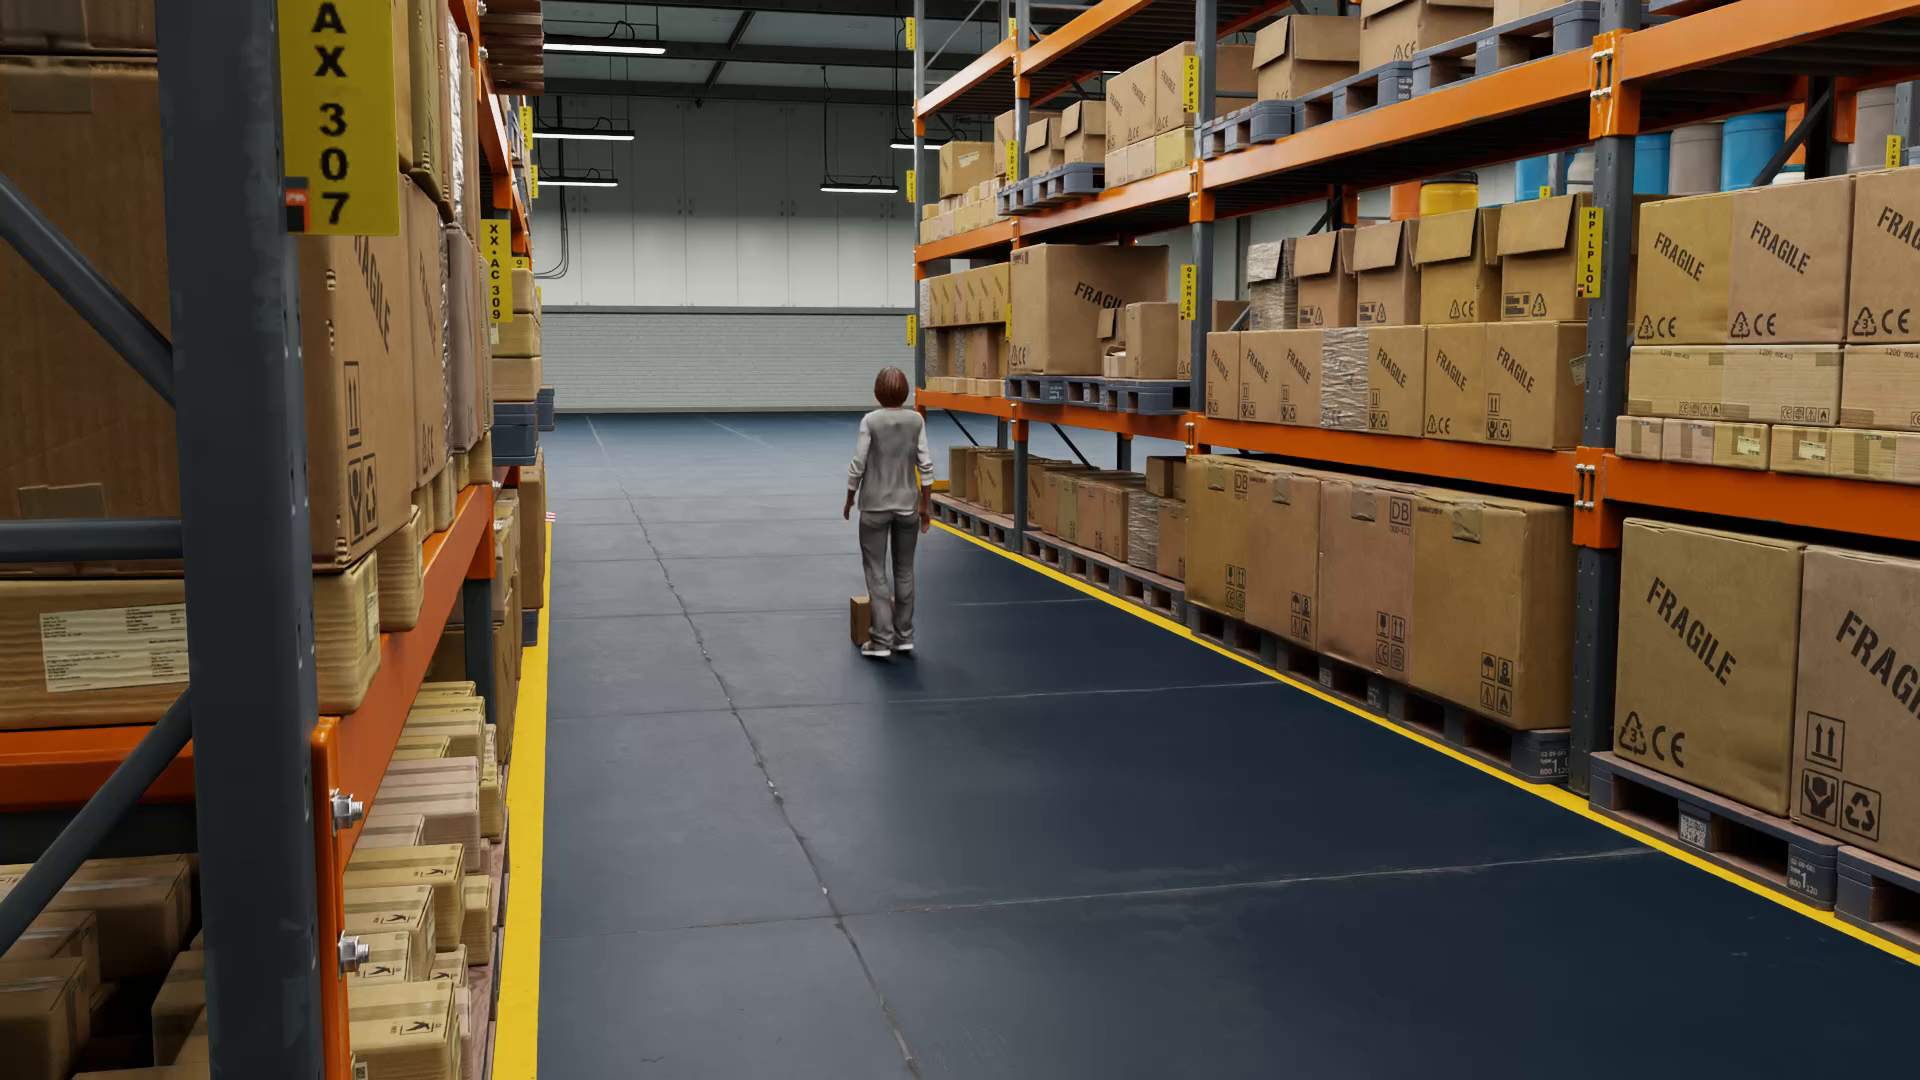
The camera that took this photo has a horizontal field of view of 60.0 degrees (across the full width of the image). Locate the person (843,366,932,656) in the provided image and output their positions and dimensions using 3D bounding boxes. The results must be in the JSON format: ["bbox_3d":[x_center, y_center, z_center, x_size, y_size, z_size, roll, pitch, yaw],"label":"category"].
[{"bbox_3d":[-0.407,-0.153,9.216,0.450,1.615,0.436,-3,7,-22],"label":"person"}]
